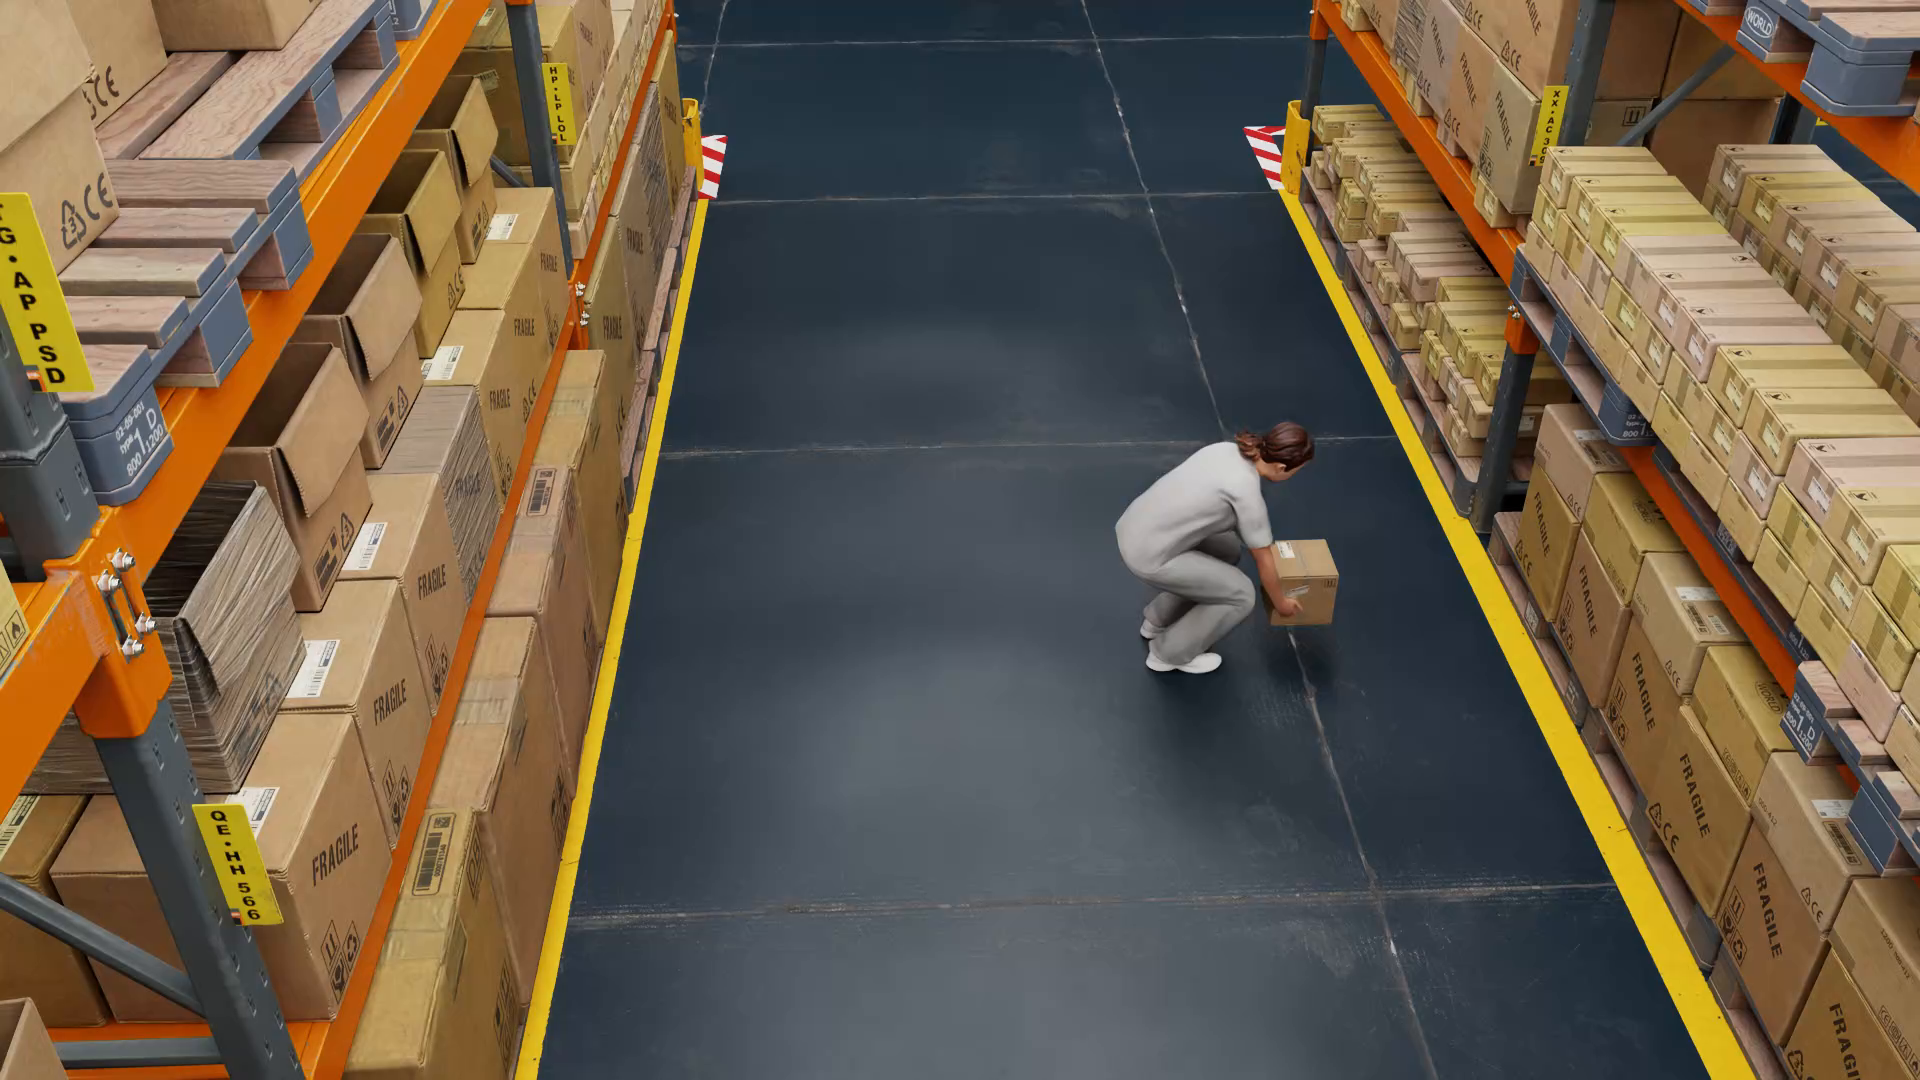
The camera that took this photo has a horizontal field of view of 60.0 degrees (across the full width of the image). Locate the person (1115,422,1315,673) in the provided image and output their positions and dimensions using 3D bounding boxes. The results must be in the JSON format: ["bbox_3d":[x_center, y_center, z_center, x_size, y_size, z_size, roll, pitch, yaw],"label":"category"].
[{"bbox_3d":[1.001,0.008,6.681,0.761,1.048,0.492,-2,35,-2],"label":"person"}]
